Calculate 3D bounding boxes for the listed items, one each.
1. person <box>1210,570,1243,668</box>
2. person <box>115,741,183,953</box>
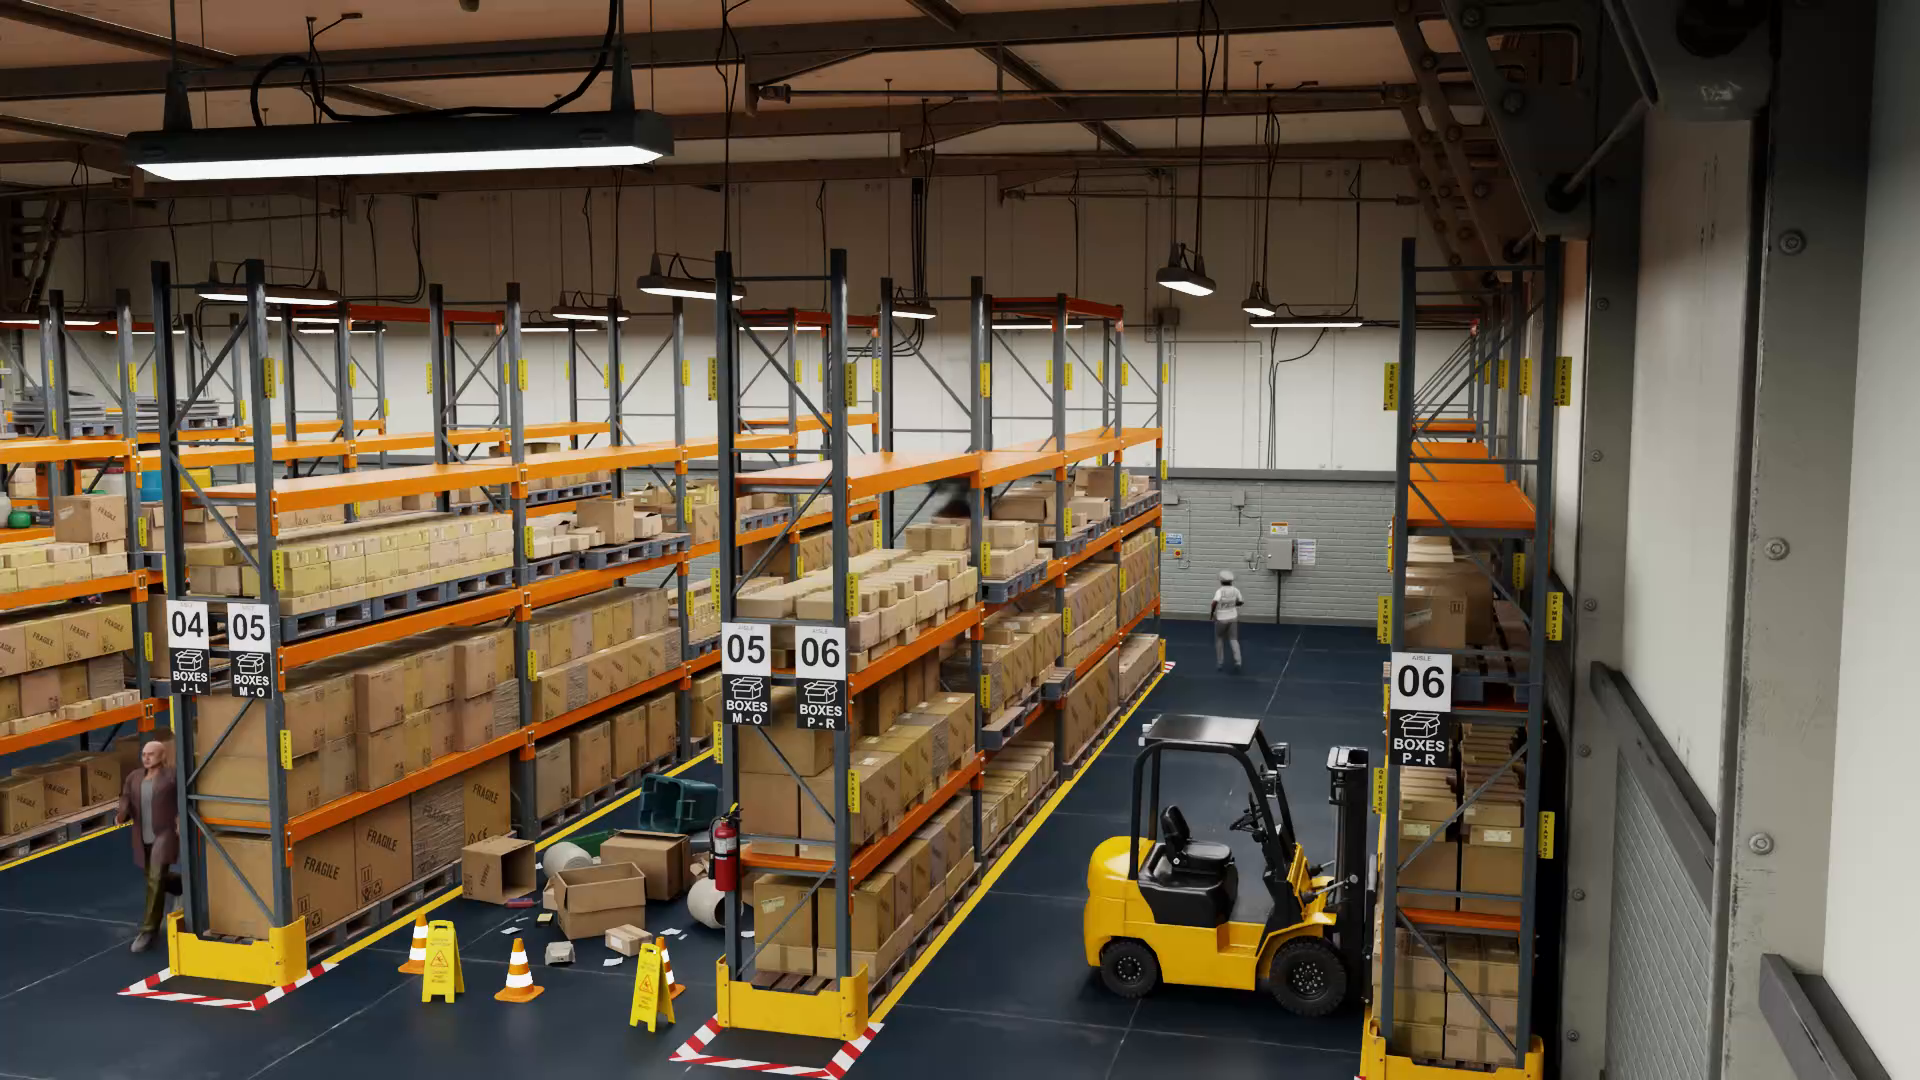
[{"bbox_3d":[4.472,1.369,28.140,0.637,1.730,0.792,-1,6,-12],"label":"person"},{"bbox_3d":[-7.234,2.694,15.020,0.710,1.790,1.042,1,6,7],"label":"person"}]
